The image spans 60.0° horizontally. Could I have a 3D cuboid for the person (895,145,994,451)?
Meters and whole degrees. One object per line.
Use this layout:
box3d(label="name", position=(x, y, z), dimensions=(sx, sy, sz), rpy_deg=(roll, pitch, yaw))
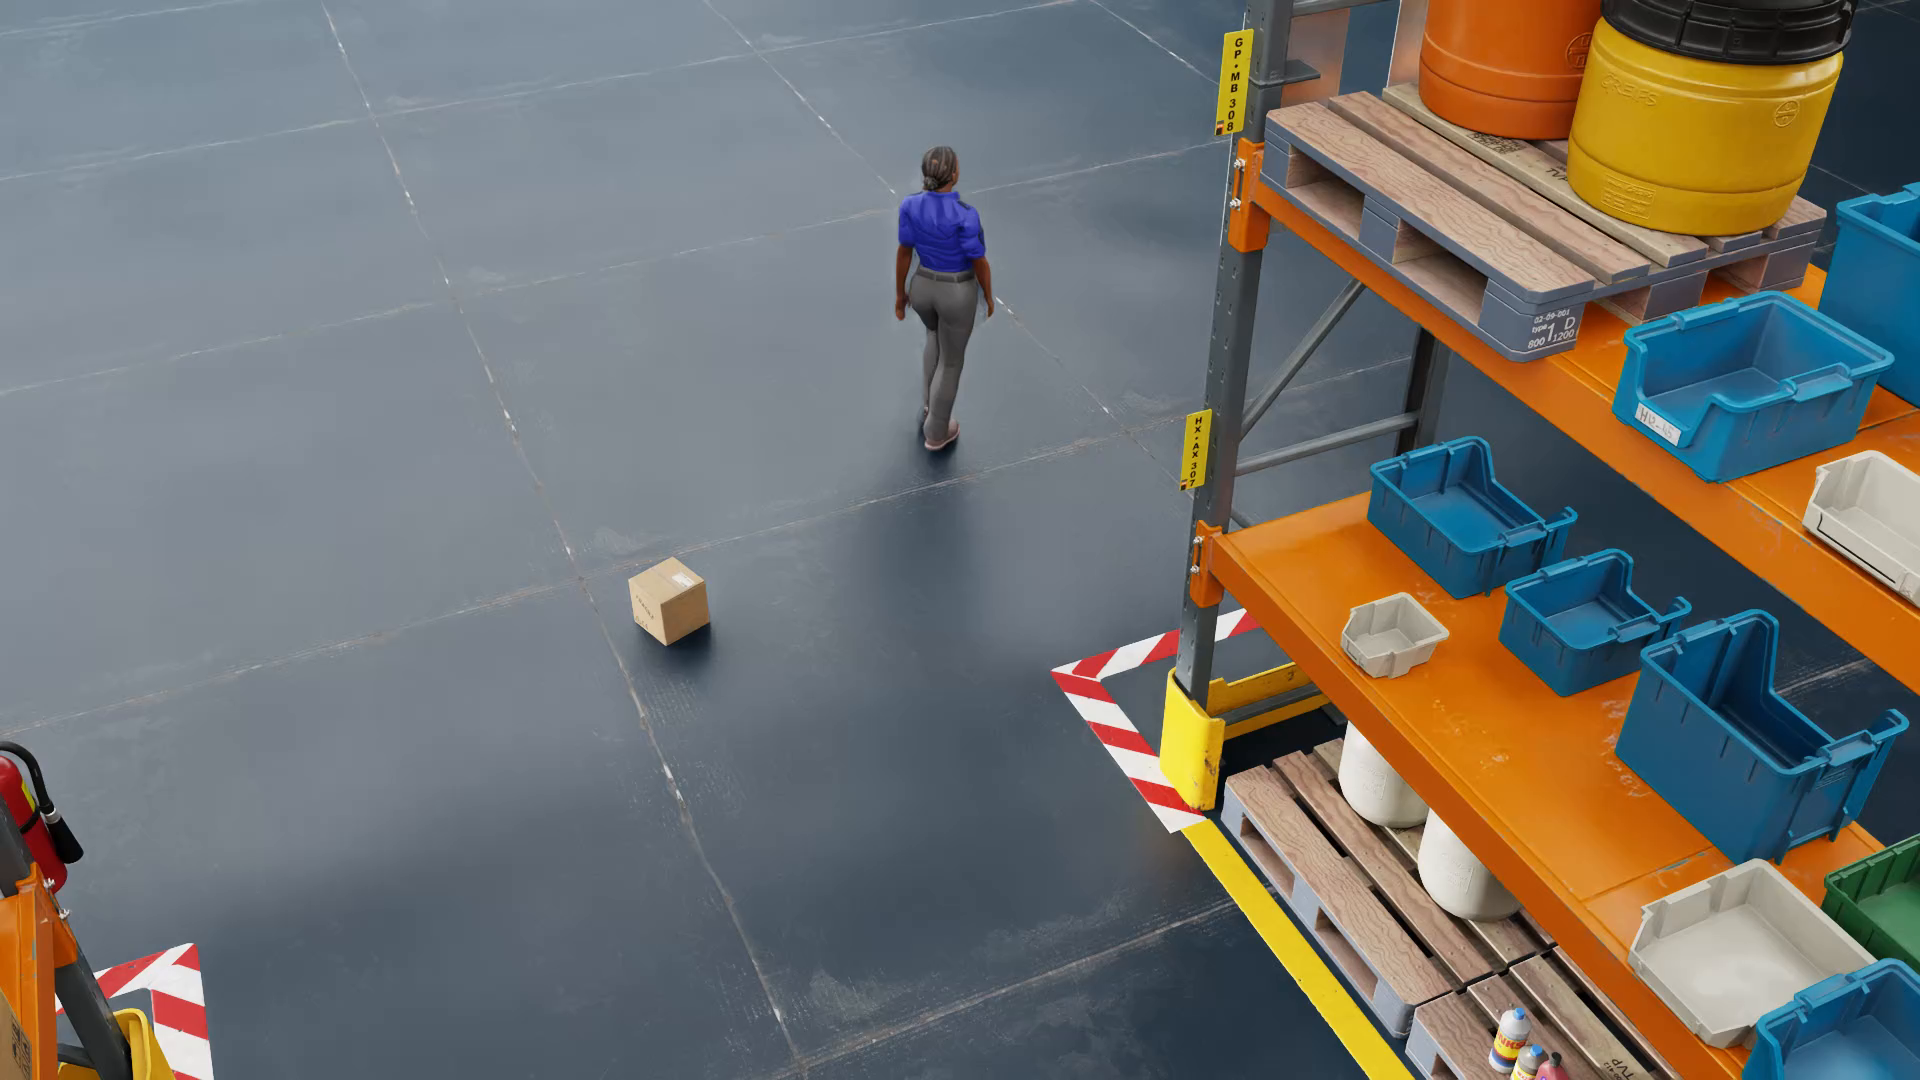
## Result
box3d(label="person", position=(-0.069, -1.220, 8.460), dimensions=(0.485, 1.714, 0.495), rpy_deg=(18, 41, 22))
